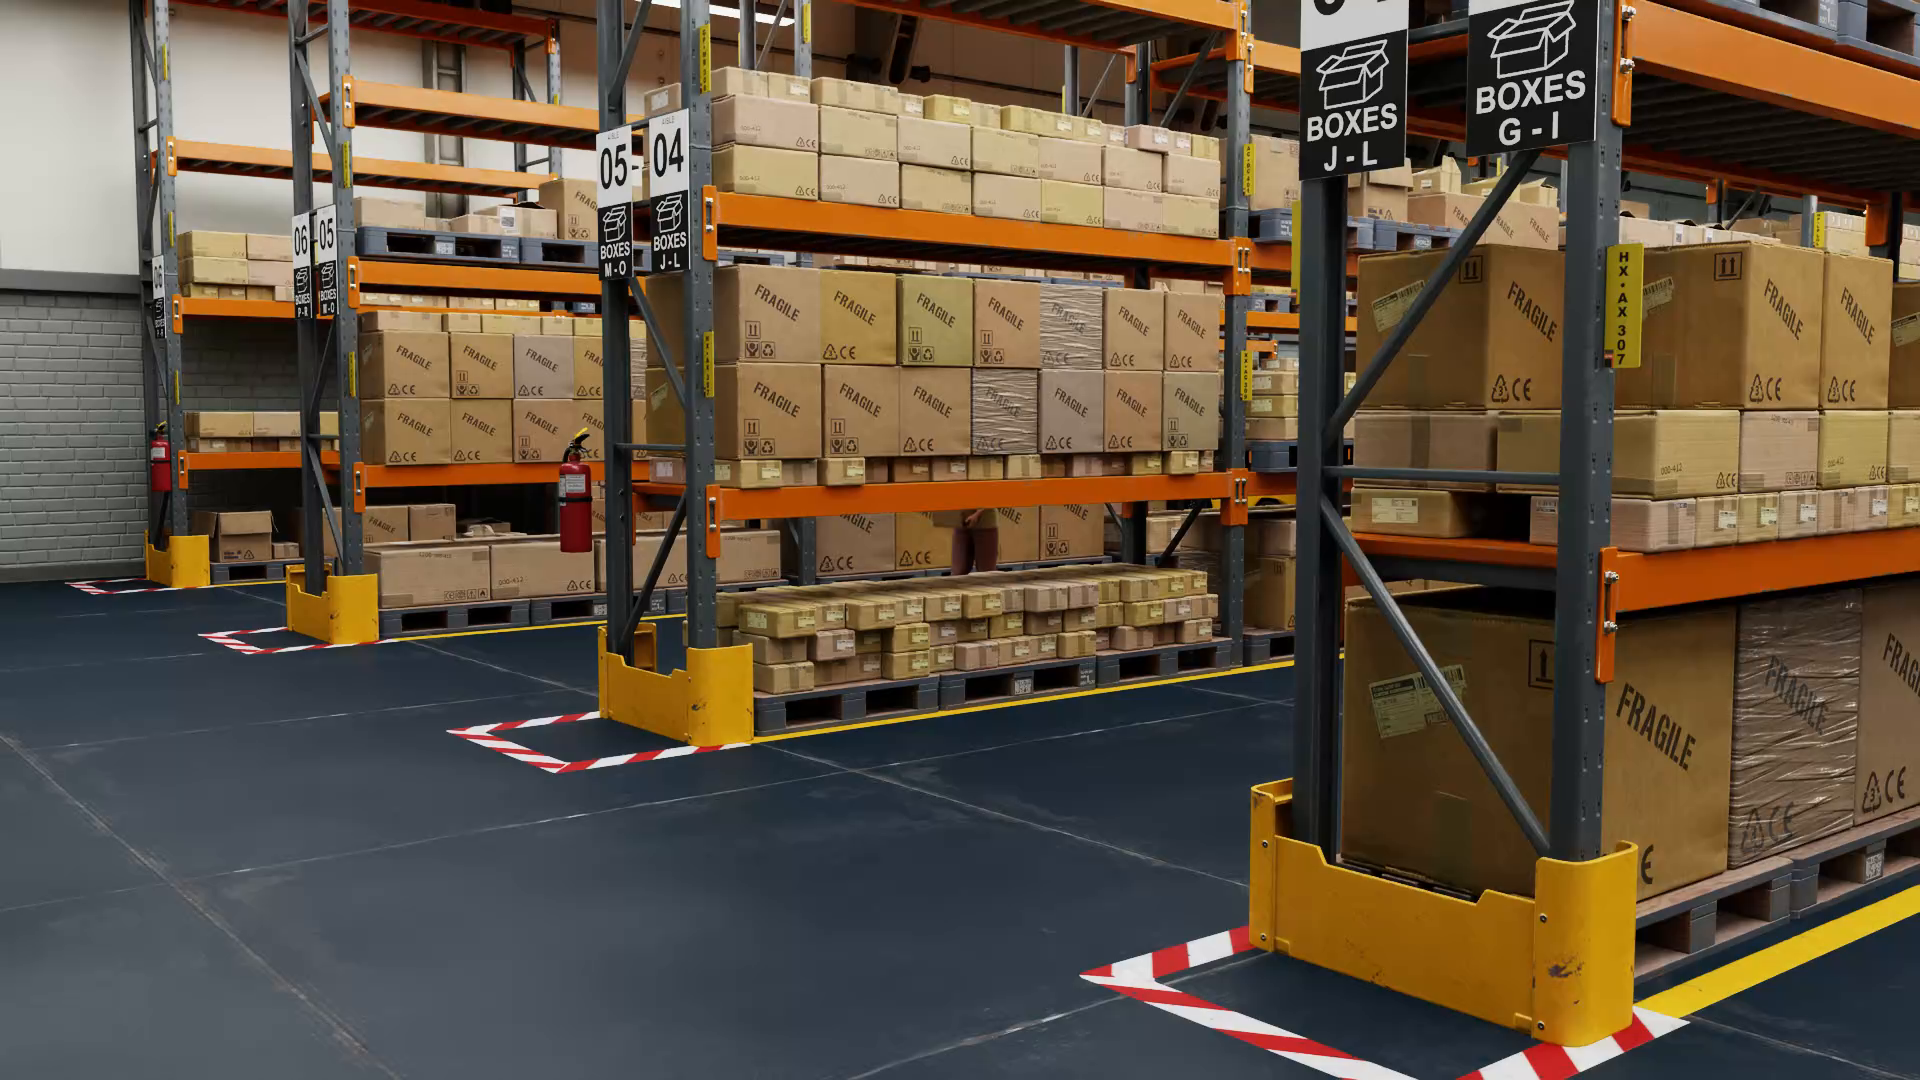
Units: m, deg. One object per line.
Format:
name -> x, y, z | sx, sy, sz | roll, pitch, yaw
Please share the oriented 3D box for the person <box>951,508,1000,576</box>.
person -> 0.085, -0.061, 12.095 | 0.425, 1.663, 0.561 | 3, 5, 33
